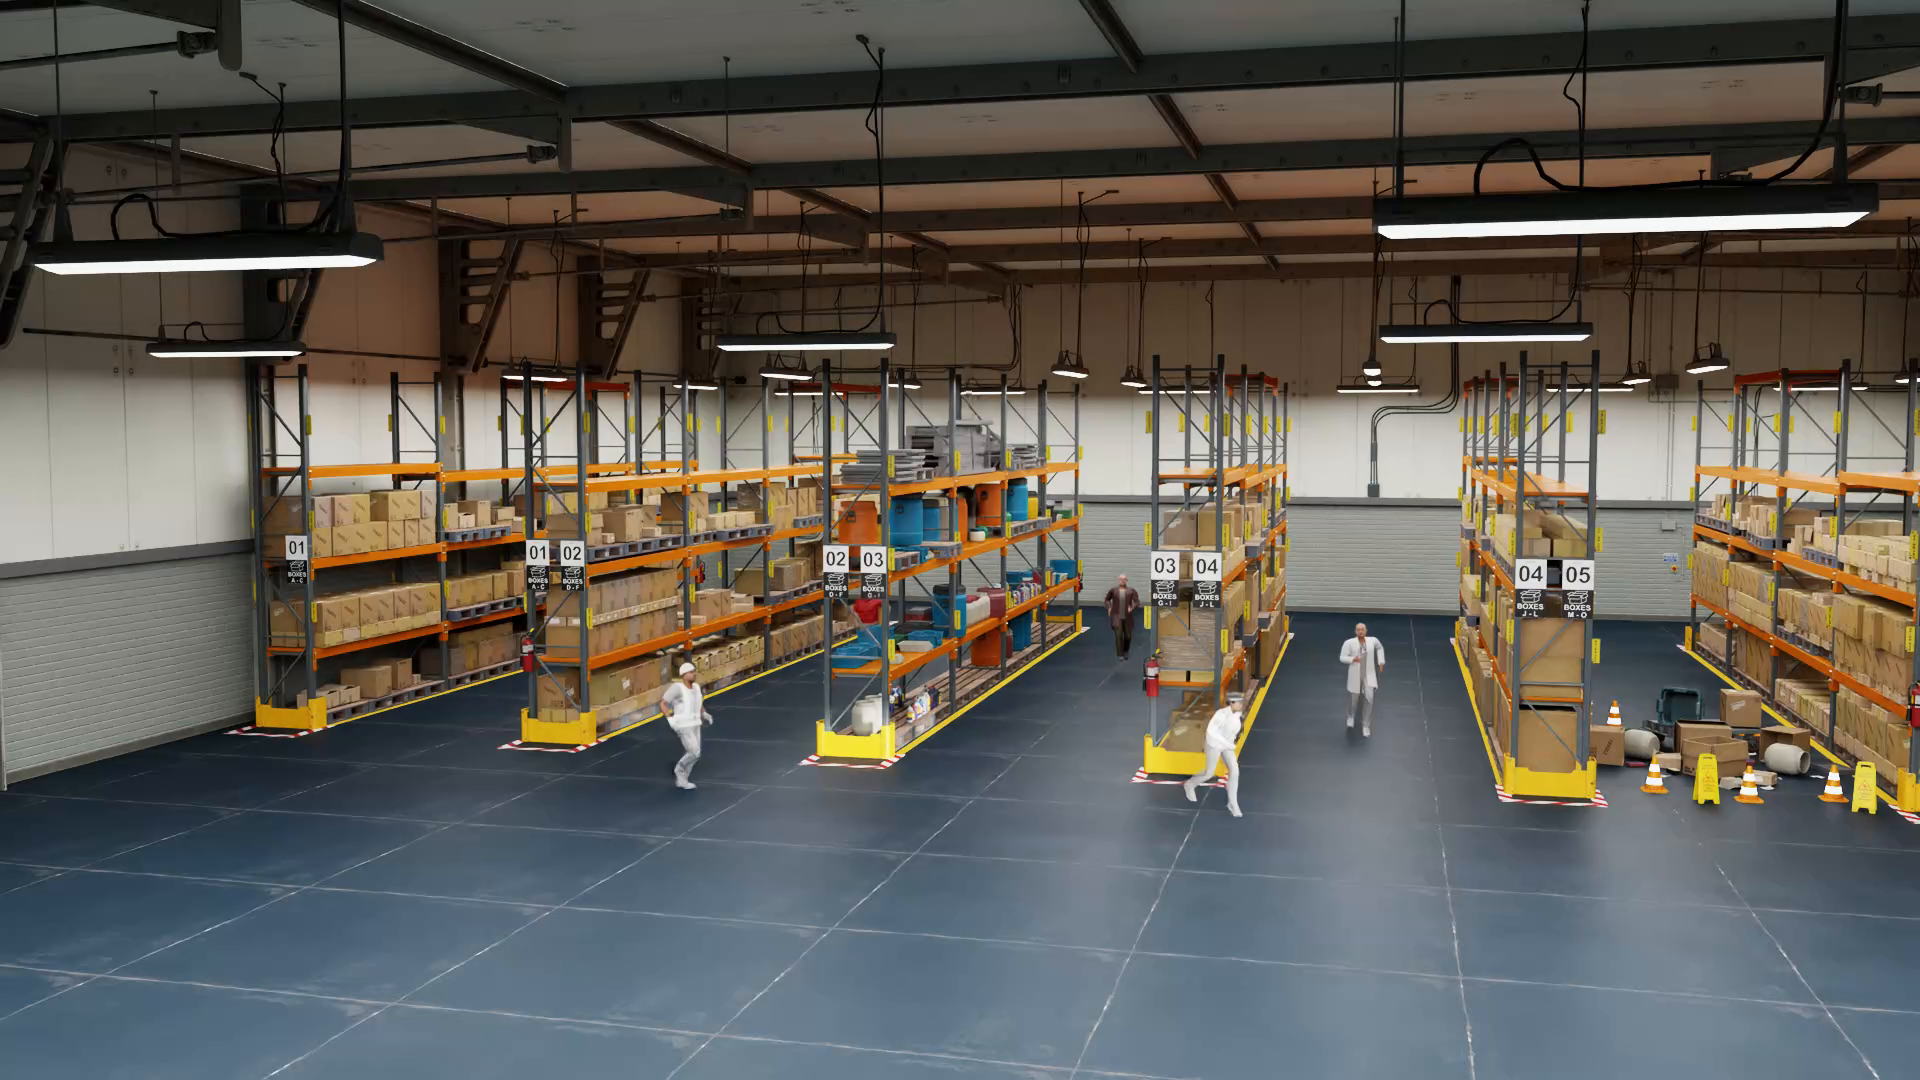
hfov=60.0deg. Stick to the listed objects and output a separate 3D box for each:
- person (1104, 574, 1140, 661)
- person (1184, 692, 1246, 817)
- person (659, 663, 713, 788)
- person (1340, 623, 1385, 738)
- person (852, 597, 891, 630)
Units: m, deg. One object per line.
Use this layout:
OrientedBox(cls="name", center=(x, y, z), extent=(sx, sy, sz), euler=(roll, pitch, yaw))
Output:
OrientedBox(cls="person", center=(3.245, 1.563, 33.379), extent=(0.715, 1.751, 0.691), euler=(0, 4, 5))
OrientedBox(cls="person", center=(3.318, 2.735, 21.626), extent=(0.655, 1.627, 0.984), euler=(-4, 5, -44))
OrientedBox(cls="person", center=(-3.699, 2.558, 22.796), extent=(0.544, 1.738, 0.695), euler=(2, 5, 31))
OrientedBox(cls="person", center=(6.537, 2.254, 27.048), extent=(0.731, 1.837, 0.988), euler=(1, 4, 9))
OrientedBox(cls="person", center=(-1.721, 1.706, 31.419), extent=(0.682, 1.739, 0.791), euler=(2, 4, 22))
